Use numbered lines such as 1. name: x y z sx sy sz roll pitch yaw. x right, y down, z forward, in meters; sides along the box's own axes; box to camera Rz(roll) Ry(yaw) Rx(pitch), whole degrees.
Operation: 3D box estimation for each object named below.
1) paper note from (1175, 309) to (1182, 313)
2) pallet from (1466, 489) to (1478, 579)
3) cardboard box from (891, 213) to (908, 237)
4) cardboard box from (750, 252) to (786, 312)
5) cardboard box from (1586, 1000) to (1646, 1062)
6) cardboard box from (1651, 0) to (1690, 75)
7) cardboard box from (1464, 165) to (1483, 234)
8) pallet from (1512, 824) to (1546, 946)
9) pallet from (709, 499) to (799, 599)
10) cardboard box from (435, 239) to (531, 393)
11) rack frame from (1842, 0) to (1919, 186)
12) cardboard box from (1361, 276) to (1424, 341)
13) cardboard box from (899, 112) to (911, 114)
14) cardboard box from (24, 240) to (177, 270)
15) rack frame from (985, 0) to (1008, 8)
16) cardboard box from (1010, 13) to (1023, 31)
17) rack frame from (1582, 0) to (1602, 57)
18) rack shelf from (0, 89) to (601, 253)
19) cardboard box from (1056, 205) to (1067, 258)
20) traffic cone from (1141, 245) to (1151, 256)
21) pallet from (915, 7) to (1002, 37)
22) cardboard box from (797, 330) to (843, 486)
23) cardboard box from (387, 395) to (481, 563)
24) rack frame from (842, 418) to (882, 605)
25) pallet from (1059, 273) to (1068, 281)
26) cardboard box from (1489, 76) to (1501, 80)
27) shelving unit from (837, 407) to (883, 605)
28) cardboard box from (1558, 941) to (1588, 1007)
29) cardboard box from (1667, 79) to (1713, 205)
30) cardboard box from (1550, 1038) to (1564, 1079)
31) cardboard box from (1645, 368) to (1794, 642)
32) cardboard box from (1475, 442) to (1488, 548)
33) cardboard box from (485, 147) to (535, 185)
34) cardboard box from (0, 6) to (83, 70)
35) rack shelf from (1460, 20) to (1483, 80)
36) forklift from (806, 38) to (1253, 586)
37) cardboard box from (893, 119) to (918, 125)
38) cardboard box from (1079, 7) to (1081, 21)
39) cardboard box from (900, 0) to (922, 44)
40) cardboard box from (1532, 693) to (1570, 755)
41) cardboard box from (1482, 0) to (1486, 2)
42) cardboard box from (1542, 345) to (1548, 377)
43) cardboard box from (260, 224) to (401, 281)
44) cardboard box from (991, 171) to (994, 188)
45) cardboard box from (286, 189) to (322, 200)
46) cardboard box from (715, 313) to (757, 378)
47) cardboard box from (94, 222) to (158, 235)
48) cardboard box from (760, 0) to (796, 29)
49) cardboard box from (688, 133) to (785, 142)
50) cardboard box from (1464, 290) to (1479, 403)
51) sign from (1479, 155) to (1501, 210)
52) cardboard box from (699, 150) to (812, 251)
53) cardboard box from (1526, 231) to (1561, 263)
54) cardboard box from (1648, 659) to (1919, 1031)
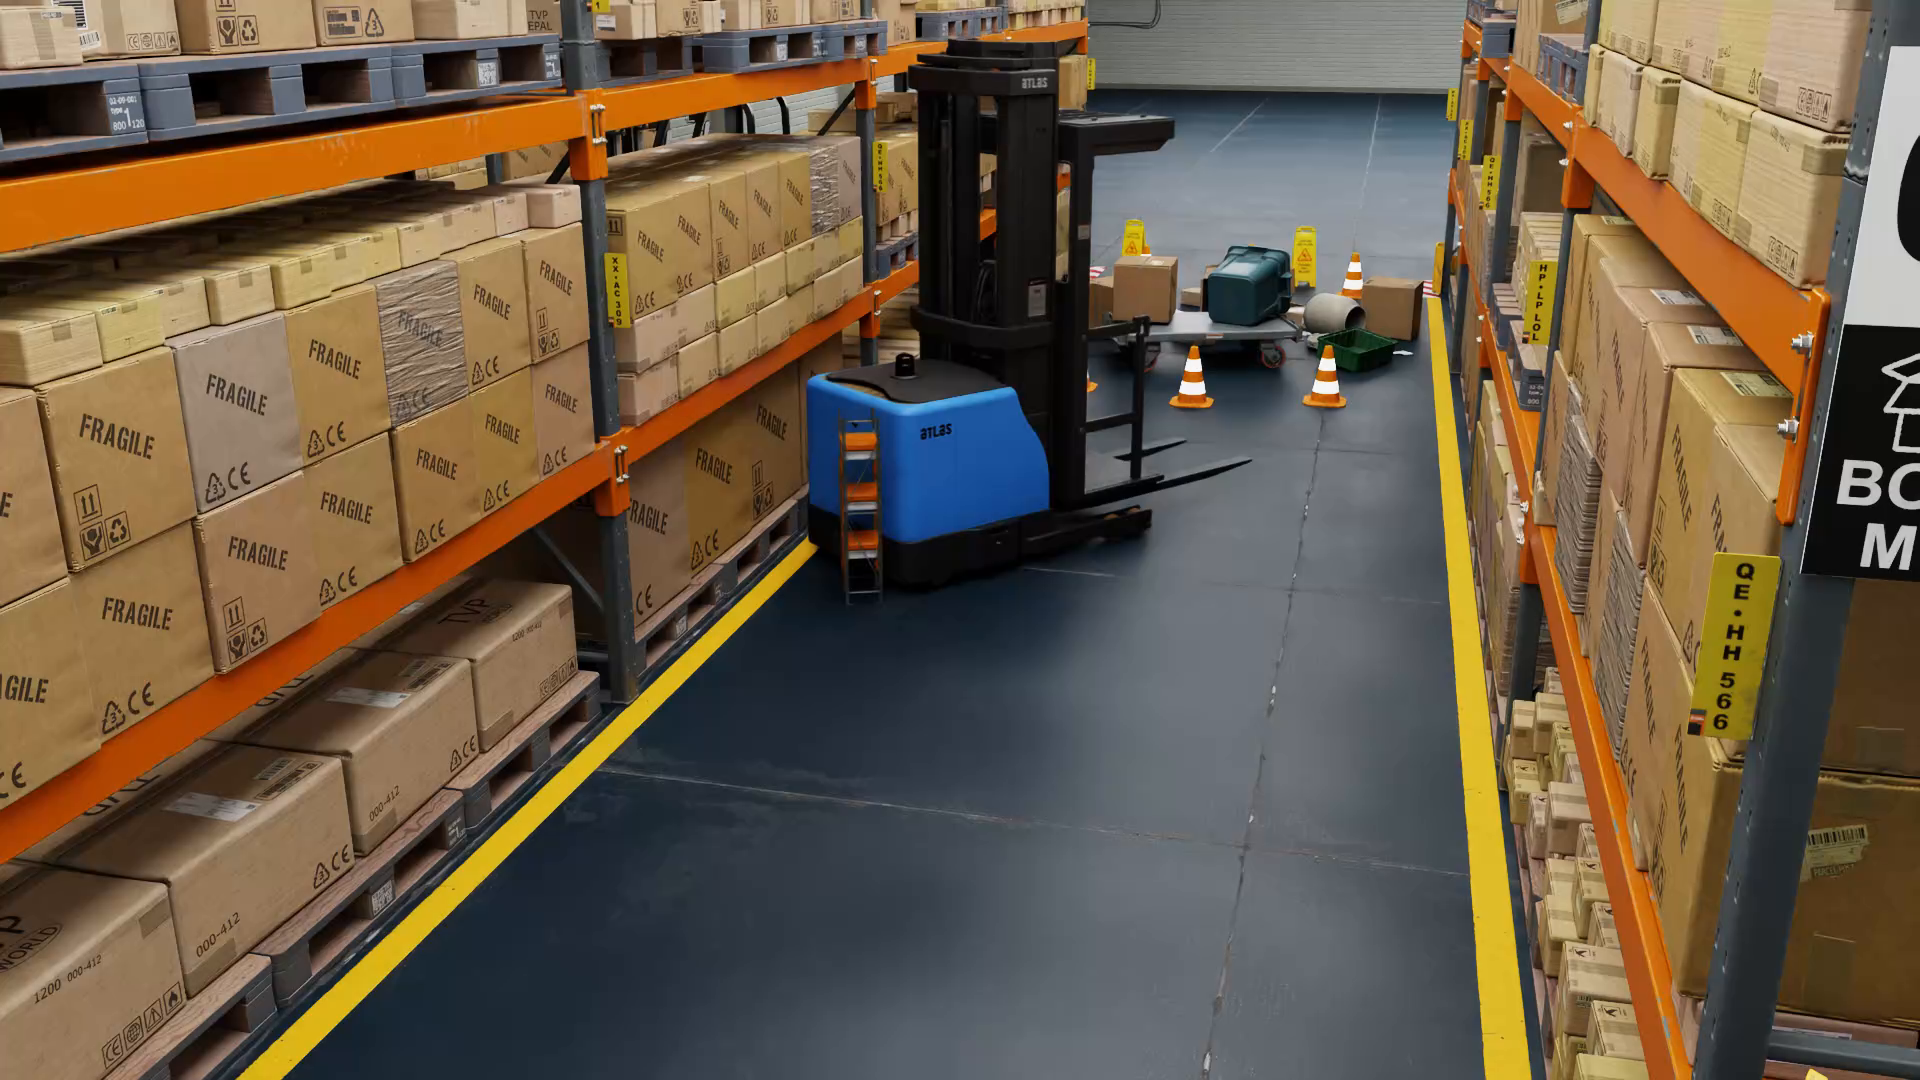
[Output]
1. paper note: 2.240 -2.330 16.980 0.148 0.019 0.142 12 22 32
2. pallet: 3.571 -0.017 9.911 1.003 0.211 1.213 5 19 13
3. cardboard box: -0.588 -2.276 11.949 0.380 0.149 0.250 3 19 10
4. cardboard box: -1.287 -1.449 9.247 0.500 0.250 0.500 4 19 12
5. cardboard box: 1.874 1.367 4.385 0.380 0.149 0.250 4 19 11
6. cardboard box: 2.061 -1.302 4.176 0.500 0.250 0.500 4 19 11
7. cardboard box: 4.351 -2.739 13.411 0.500 0.500 0.500 5 19 14
8. pallet: 2.656 1.205 6.333 1.003 0.211 1.213 5 19 13
9. pallet: -1.627 0.001 9.858 1.003 0.211 1.213 5 19 13
10. cardboard box: -2.018 -0.879 6.420 0.500 0.500 0.500 4 19 13
11. rack frame: 1.809 -1.913 1.867 1.000 3.000 0.127 5 19 13
12. cardboard box: 4.125 -2.221 15.913 0.500 0.500 0.500 8 21 23
13. cardboard box: -0.477 -3.457 14.404 0.500 0.500 0.500 5 20 15
14. cardboard box: -2.781 -0.874 5.401 0.380 0.149 0.250 5 20 15
15. rack frame: -0.084 -6.034 13.930 1.000 3.000 0.127 5 19 13
16. cardboard box: 0.351 -4.651 14.912 0.380 0.149 0.250 5 19 13
17. rack frame: 2.786 -3.167 5.537 1.000 3.000 0.127 5 19 13
18. rack shelf: -2.527 -1.139 5.355 1.077 0.370 4.000 5 19 13
19. cardboard box: 0.826 -3.265 17.550 0.500 0.500 0.500 5 20 15
20. traffic cone: 2.039 -3.011 18.287 0.336 0.463 0.334 5 19 13
21. pallet: -0.338 -4.340 13.903 1.213 0.211 1.003 5 19 13
22. cardboard box: -1.311 -0.924 10.890 0.875 0.875 0.875 4 19 13
23. cardboard box: -2.133 -0.248 6.120 0.500 0.500 0.500 4 19 13
24. rack frame: -0.527 -0.145 8.987 0.200 1.050 0.008 -3 19 -8
25. pallet: 0.642 -2.853 18.214 1.003 0.211 1.213 5 19 13
26. cardboard box: 5.151 -3.870 14.975 0.875 0.550 0.550 5 19 13
27. shelving unit: -0.546 -0.184 9.101 0.215 1.050 0.252 -3 19 -8
28. cardboard box: 1.981 1.342 4.918 0.380 0.149 0.250 6 20 16
29. cardboard box: 1.915 -0.901 3.776 0.500 0.250 0.500 6 20 16
30. cardboard box: 1.897 1.567 4.720 0.380 0.149 0.250 4 19 11
31. cardboard box: 1.803 -0.057 3.553 0.500 0.500 0.500 4 19 12
32. cardboard box: 3.224 -0.238 9.461 0.500 0.500 0.500 5 19 14
33. cardboard box: -4.537 -3.751 16.375 0.500 0.500 0.500 4 19 12
34. cardboard box: -2.527 -1.303 4.305 0.380 0.149 0.250 5 20 15
35. rack shelf: 5.229 -4.541 15.315 1.077 0.370 4.000 5 19 13
36. forklift: 0.562 -1.498 10.039 3.031 2.935 1.130 -14 24 -36
37. cardboard box: -0.226 -3.102 13.363 0.500 0.500 0.500 5 20 15
38. cardboard box: 1.077 -5.615 17.734 0.380 0.149 0.250 5 19 14
39. cardboard box: -0.716 -3.890 12.134 0.797 0.503 0.637 5 19 13
40. cardboard box: 2.376 0.714 6.296 0.380 0.149 0.250 6 20 16
41. cardboard box: 4.520 -4.521 13.728 0.380 0.149 0.250 5 19 13
42. cardboard box: 2.878 -0.786 7.586 0.380 0.149 0.250 4 19 11
43. cardboard box: -2.179 -0.997 5.761 0.380 0.149 0.250 4 19 12
44. cardboard box: 0.294 -3.499 15.175 0.500 0.500 0.500 5 19 13
45. cardboard box: -5.407 -2.774 13.127 0.500 0.250 0.500 5 20 15
46. cardboard box: -1.409 -1.055 8.867 0.500 0.250 0.500 4 19 13
47. cardboard box: -5.819 -2.103 11.287 0.500 0.250 0.500 4 19 11
48. cardboard box: -1.211 -3.031 8.976 0.500 0.500 0.500 5 19 14
49. cardboard box: -1.419 -2.326 10.655 0.500 0.500 0.500 4 19 12
50. cardboard box: 4.437 -1.466 12.669 1.050 0.750 0.750 5 19 13
51. sign: 3.224 -2.172 10.116 0.100 0.325 0.005 5 19 13
52. cardboard box: -1.179 -1.962 9.590 0.500 0.500 0.500 5 19 13
53. cardboard box: 3.270 -1.569 8.960 0.380 0.149 0.250 4 19 11
54. cardboard box: 1.669 0.577 3.244 0.500 0.500 0.500 5 20 14
